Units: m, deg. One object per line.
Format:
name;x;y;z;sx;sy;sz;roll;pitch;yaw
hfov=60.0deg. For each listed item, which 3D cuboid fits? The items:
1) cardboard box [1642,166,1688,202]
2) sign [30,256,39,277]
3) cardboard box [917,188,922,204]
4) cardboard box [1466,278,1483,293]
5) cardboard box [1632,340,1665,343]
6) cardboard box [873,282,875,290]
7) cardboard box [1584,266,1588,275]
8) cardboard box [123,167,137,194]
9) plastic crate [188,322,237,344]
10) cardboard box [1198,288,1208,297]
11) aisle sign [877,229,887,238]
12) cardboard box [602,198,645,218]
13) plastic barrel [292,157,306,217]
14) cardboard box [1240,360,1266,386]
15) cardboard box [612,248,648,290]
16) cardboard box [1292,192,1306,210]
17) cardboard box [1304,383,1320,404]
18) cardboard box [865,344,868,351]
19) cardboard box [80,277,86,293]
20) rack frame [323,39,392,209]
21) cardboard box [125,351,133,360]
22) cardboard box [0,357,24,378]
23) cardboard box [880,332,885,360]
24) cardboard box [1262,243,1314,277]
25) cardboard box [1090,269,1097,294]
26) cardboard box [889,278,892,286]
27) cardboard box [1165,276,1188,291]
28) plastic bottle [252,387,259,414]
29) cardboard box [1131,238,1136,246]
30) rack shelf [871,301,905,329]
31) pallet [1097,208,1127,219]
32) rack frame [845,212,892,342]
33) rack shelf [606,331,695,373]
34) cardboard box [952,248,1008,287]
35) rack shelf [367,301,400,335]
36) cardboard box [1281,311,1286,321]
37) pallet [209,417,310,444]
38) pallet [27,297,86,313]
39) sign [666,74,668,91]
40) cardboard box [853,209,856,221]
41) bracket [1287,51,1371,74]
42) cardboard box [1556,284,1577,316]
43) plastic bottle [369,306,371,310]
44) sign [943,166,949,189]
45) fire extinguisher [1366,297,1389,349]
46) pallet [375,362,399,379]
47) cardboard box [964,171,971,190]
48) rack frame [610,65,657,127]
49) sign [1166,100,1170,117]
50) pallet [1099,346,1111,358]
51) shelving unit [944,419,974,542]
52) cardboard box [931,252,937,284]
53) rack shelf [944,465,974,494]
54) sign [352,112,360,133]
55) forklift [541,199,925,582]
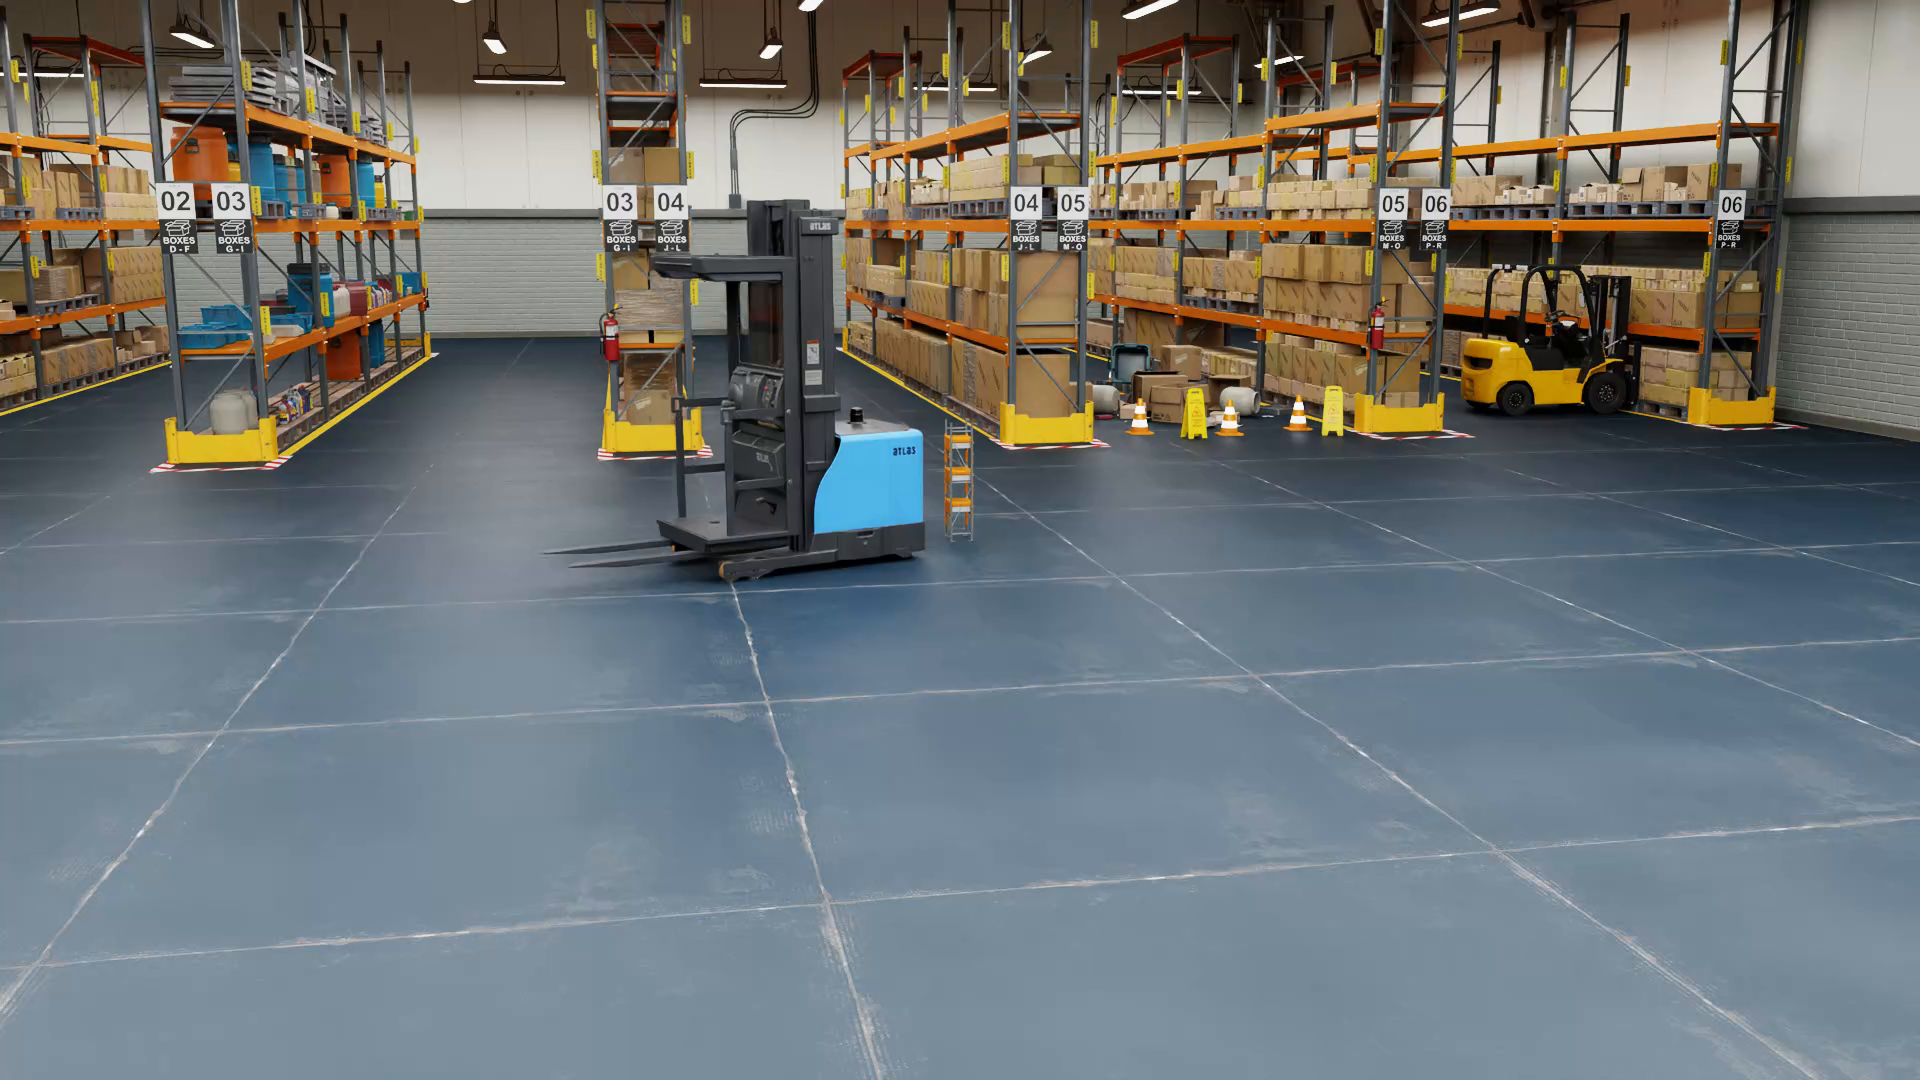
cardboard box;10.385;-5.167;24.143;0.700;0.500;0.500;-2;11;-11
sign;-14.508;-4.281;26.071;0.100;0.325;0.005;-2;11;-11
cardboard box;-0.426;-5.636;27.272;0.500;0.250;0.500;-2;11;-9
cardboard box;9.282;-4.486;29.307;0.500;0.250;0.500;-2;11;-12
cardboard box;10.517;-2.937;25.662;0.500;0.250;0.500;-2;11;-11
cardboard box;-1.449;-4.798;31.431;0.380;0.149;0.250;-2;11;-10
cardboard box;10.002;-4.213;26.010;0.380;0.149;0.250;-2;11;-12
cardboard box;-16.275;-6.897;31.944;0.700;0.500;0.500;-2;11;-11
plastic crate;-9.147;-2.531;20.370;0.499;0.251;0.408;-2;11;-11
cardboard box;4.331;-4.272;28.668;0.380;0.149;0.250;-2;11;-11
aisle sign;-1.724;-6.982;36.403;0.394;0.787;0.004;-2;11;-11
cardboard box;-4.121;-4.063;20.400;0.500;0.250;0.500;-2;11;-10
plastic barrel;-9.980;-5.183;24.540;0.600;0.901;0.708;-2;11;-11
cardboard box;5.061;-2.690;26.710;0.950;0.372;0.625;-2;11;-10
cardboard box;-4.127;-3.362;20.603;0.500;0.500;0.500;-2;11;-11
cardboard box;5.176;-4.947;24.247;0.500;0.250;0.500;-2;11;-10
cardboard box;5.322;-2.129;24.093;0.500;0.250;0.500;-3;11;-13
cardboard box;-1.720;-3.909;33.713;0.380;0.149;0.250;-2;11;-13
cardboard box;-16.178;-4.557;30.348;0.500;0.500;0.500;-2;11;-10
rack frame;-10.970;-7.552;30.306;1.000;3.000;0.127;-2;11;-11
cardboard box;-15.877;-3.493;31.426;0.380;0.166;0.250;-2;11;-11
cardboard box;-14.600;-2.641;25.278;0.500;0.311;0.500;-2;11;-12
cardboard box;-1.238;-3.683;31.586;0.500;0.500;0.500;-2;11;-8
cardboard box;5.038;-4.276;25.402;0.700;0.500;0.500;-2;11;-12
cardboard box;3.051;-5.456;35.072;0.500;0.500;0.500;-2;11;-12
cardboard box;-1.045;-4.565;29.412;0.380;0.149;0.250;-2;11;-9
cardboard box;4.044;-4.663;30.238;0.500;0.250;0.500;-2;11;-11
plastic bottle;-9.523;-1.894;22.535;0.144;0.351;0.185;-2;11;-11
cardboard box;3.737;-6.118;34.141;0.380;0.149;0.250;-2;11;-10
rack shelf;-0.838;-4.227;30.804;1.077;0.370;4.000;-2;11;-11
pallet;3.460;-6.726;34.225;1.003;0.211;1.213;-2;11;-11
rack frame;-2.005;-5.680;36.518;1.000;3.000;0.127;-2;11;-11
rack shelf;-4.167;-2.597;22.245;1.077;0.370;4.000;-2;11;-11
cardboard box;0.367;-4.015;24.478;0.875;0.550;0.550;-2;11;-11
rack shelf;-10.581;-3.885;29.007;1.077;0.370;4.000;-2;11;-11
cardboard box;5.093;-3.393;25.173;0.380;0.149;0.250;-2;11;-11
pallet;-9.083;-1.419;21.586;1.003;0.211;1.213;-2;11;-11
pallet;-15.434;-3.954;27.961;1.003;0.211;1.213;-2;11;-11
sign;-4.803;-7.518;27.417;0.100;0.325;0.005;-2;11;-11
cardboard box;-1.957;-6.798;34.768;0.500;0.250;0.500;-2;11;-13
bracket;8.296;-10.738;37.419;0.076;0.066;4.783;-2;11;-11
cardboard box;9.864;-3.817;26.463;0.500;0.500;0.500;-2;11;-13
plastic bottle;-10.075;-4.058;28.309;0.061;0.283;0.133;-2;11;-11
sign;-0.201;-5.340;24.484;0.100;0.325;0.005;-2;11;-11
fire extinguisher;5.513;-2.869;21.953;0.296;0.674;0.183;-2;11;-11
pallet;-10.861;-3.092;30.377;1.003;0.211;1.213;-2;11;-11
cardboard box;0.348;-4.996;23.116;0.500;0.250;0.500;-2;11;-12
rack frame;-6.889;-8.466;35.107;1.000;3.000;0.127;-2;11;-11
sign;4.139;-8.612;33.167;0.100;0.325;0.005;-2;11;-11
pallet;3.538;-3.918;34.716;1.003;0.211;1.213;-2;11;-11
shelving unit;-0.010;-0.526;14.650;0.215;1.050;0.252;-2;11;-11
cardboard box;-0.070;-4.390;26.799;0.700;0.500;0.500;-2;11;-12
rack shelf;-0.010;-0.515;14.652;0.215;0.259;0.240;-2;11;-11
sign;-9.654;-6.681;26.594;0.100;0.325;0.005;-2;11;-11
forklift;-1.816;-1.223;13.282;3.031;2.935;1.130;-7;13;-31
